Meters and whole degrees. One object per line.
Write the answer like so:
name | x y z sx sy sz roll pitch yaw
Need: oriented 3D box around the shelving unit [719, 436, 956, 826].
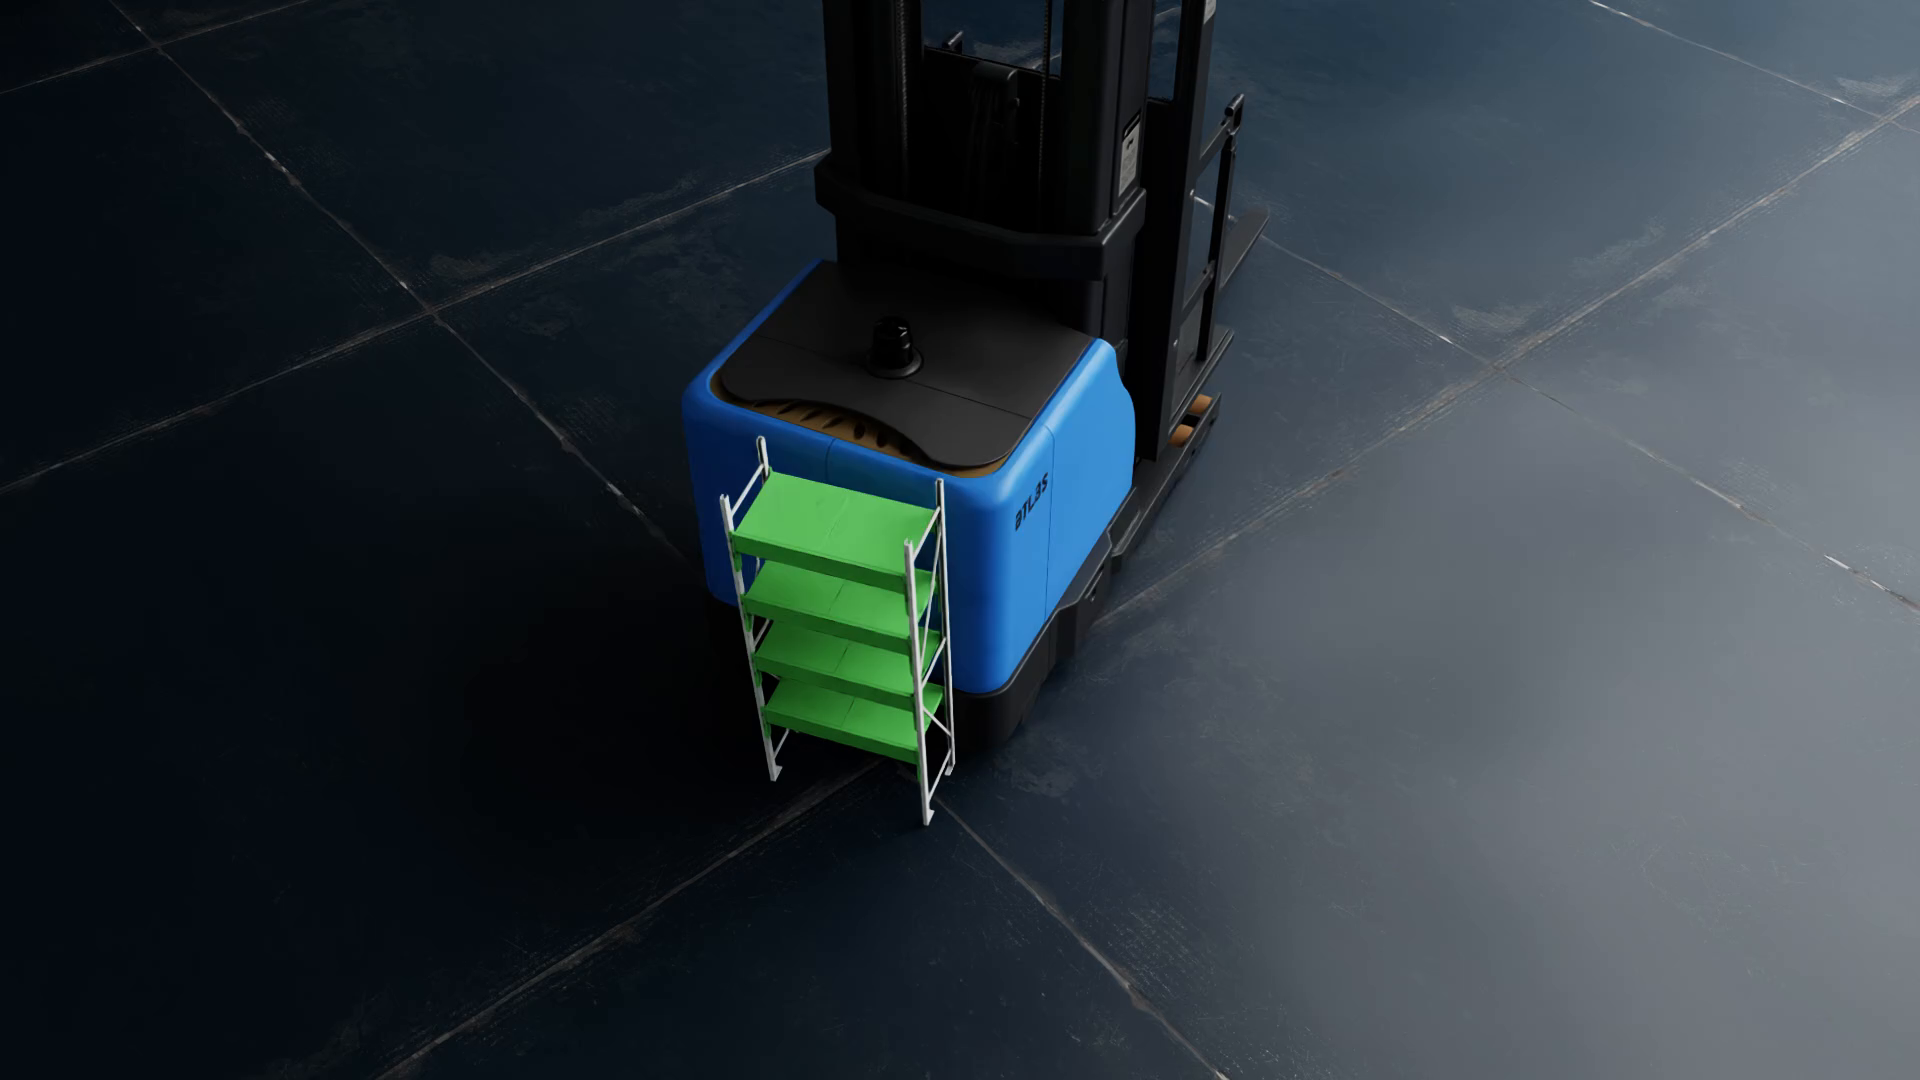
shelving unit | -0.304 0.284 4.559 0.503 1.200 0.258 14 49 14

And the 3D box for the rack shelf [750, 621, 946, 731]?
rack shelf | -0.303 0.328 4.605 0.480 0.148 0.258 14 49 14

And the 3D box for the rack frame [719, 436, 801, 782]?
rack frame | -0.534 0.228 4.619 0.015 1.200 0.240 14 49 14

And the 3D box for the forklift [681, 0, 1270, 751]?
forklift | 0.308 -1.448 5.151 1.130 2.935 3.031 19 46 19

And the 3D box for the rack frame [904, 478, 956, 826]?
rack frame | -0.075 0.341 4.499 0.015 1.200 0.240 14 49 14

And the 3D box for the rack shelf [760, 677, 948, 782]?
rack shelf | -0.297 0.493 4.780 0.480 0.148 0.258 14 49 14

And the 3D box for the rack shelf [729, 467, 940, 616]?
rack shelf | -0.314 -0.001 4.256 0.480 0.148 0.258 14 49 14

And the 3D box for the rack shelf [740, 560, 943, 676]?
rack shelf | -0.308 0.164 4.430 0.480 0.148 0.258 14 49 14
